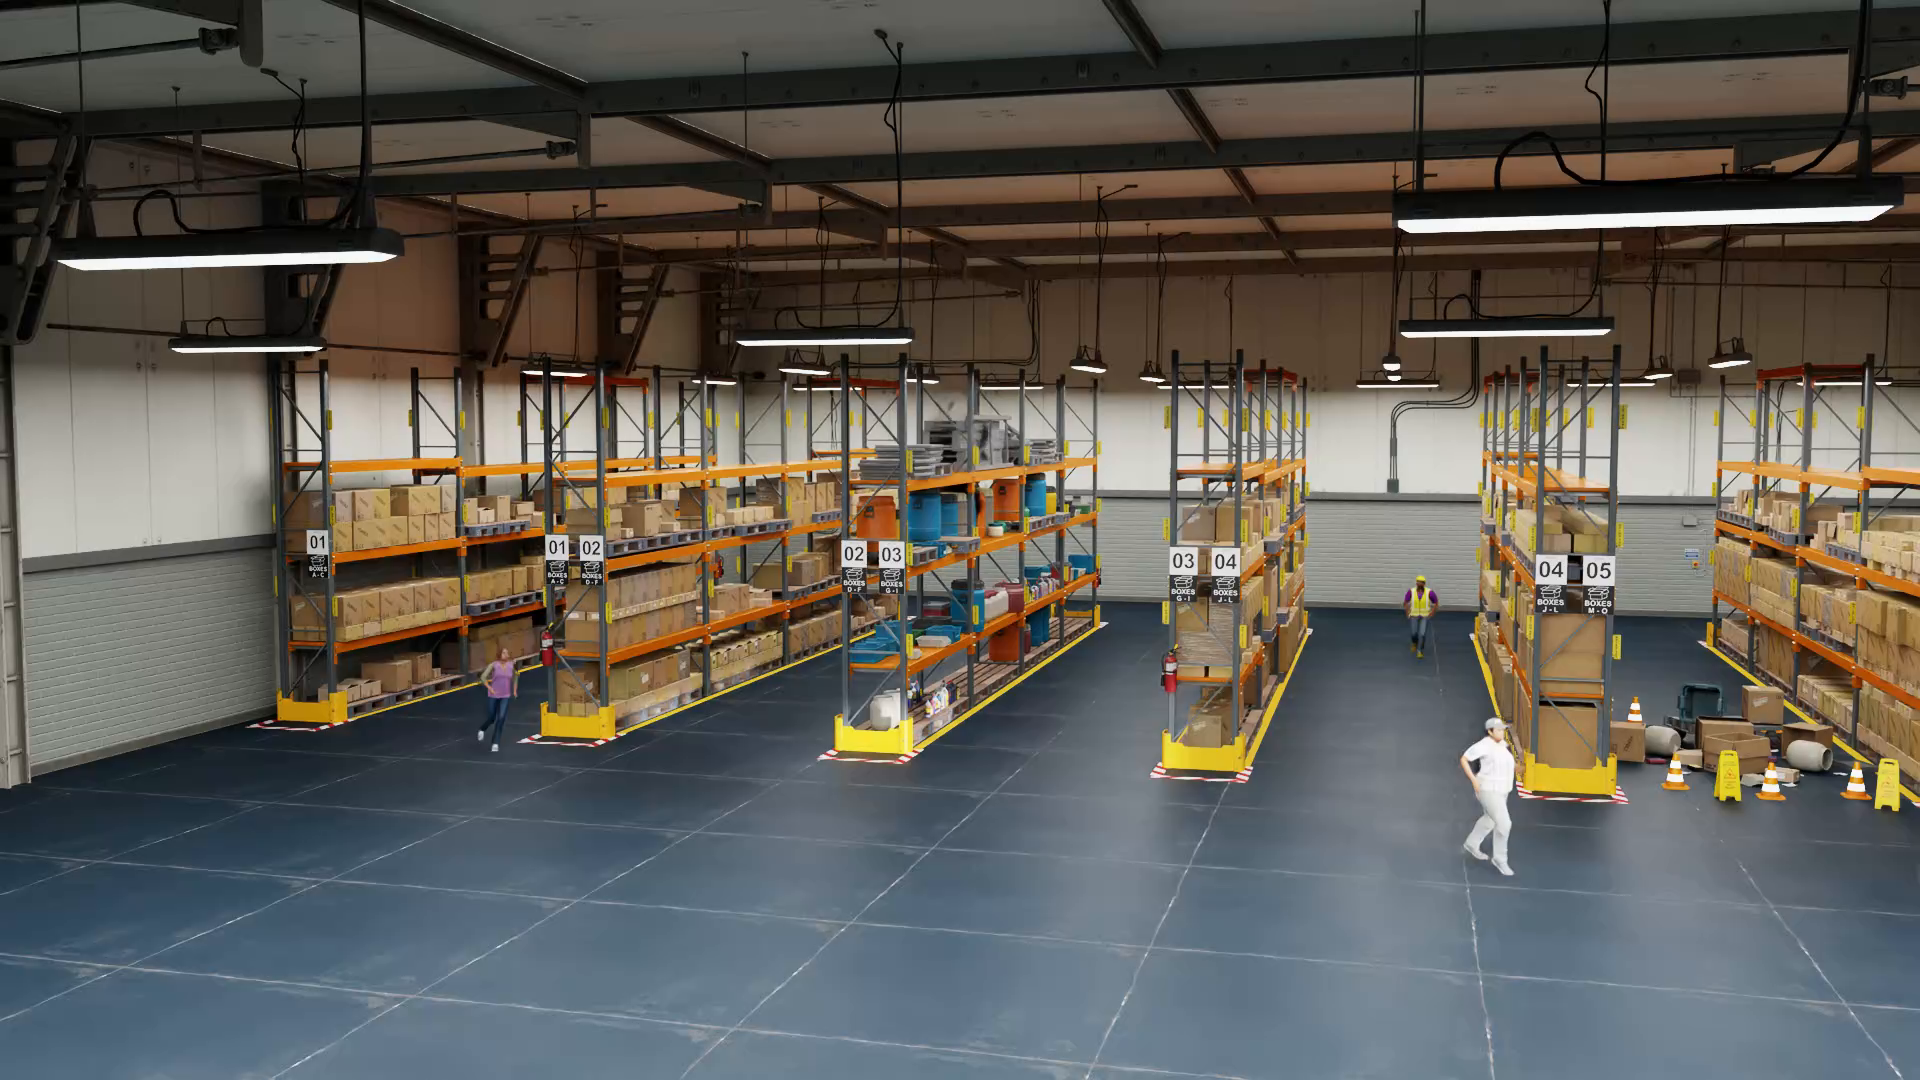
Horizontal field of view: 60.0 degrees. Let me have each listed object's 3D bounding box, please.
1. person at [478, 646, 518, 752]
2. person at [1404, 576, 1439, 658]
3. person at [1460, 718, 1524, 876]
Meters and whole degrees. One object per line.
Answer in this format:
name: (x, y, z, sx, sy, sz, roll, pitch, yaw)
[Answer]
person: (-7.010, 2.401, 25.373, 0.601, 1.550, 0.798, -2, 5, -31)
person: (9.761, 1.612, 35.202, 0.719, 1.737, 0.578, 1, 4, 19)
person: (5.939, 2.840, 18.578, 0.579, 1.729, 0.764, -4, 6, -42)
